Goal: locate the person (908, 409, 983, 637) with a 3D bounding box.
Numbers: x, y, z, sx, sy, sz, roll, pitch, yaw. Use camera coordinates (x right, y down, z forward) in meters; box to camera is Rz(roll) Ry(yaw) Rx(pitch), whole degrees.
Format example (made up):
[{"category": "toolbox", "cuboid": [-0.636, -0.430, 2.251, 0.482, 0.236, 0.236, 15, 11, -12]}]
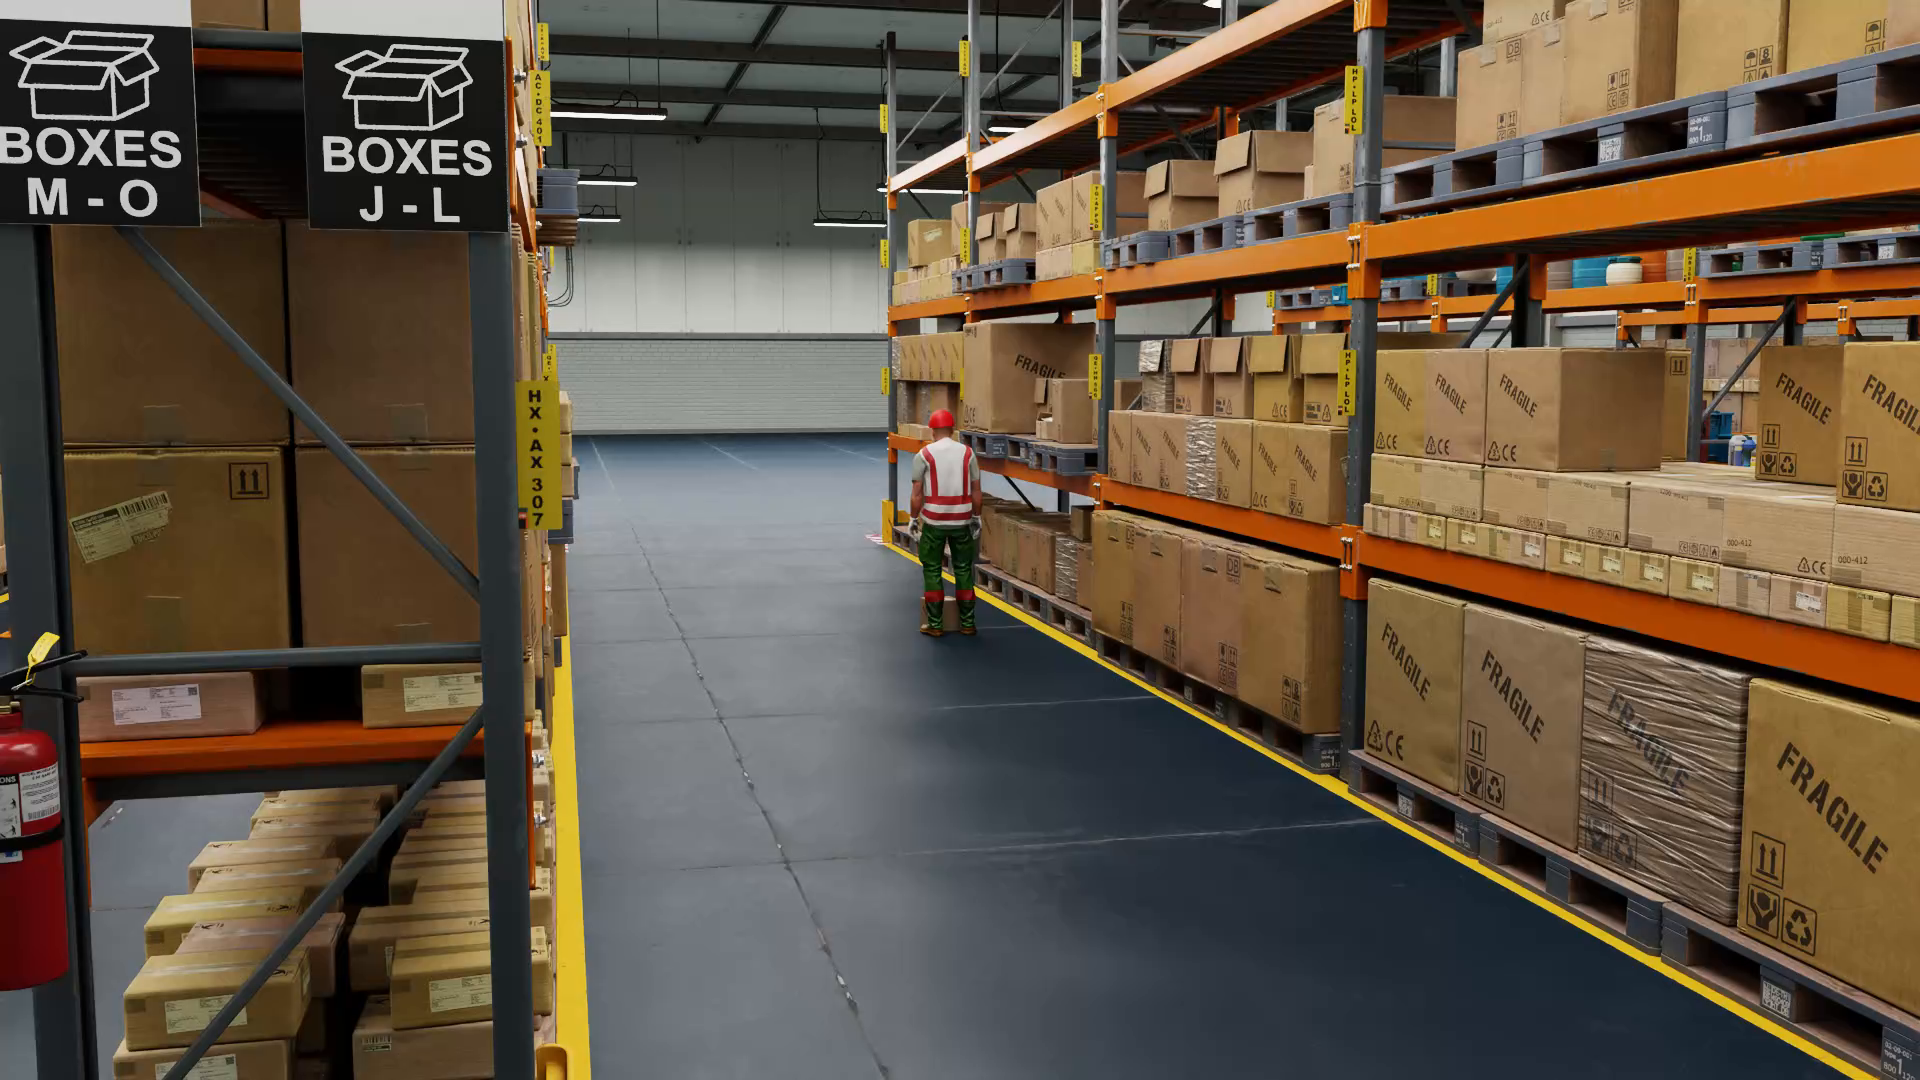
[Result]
[{"category": "person", "cuboid": [-0.110, -0.139, 13.128, 0.608, 1.780, 0.448, -1, 6, -13]}]
